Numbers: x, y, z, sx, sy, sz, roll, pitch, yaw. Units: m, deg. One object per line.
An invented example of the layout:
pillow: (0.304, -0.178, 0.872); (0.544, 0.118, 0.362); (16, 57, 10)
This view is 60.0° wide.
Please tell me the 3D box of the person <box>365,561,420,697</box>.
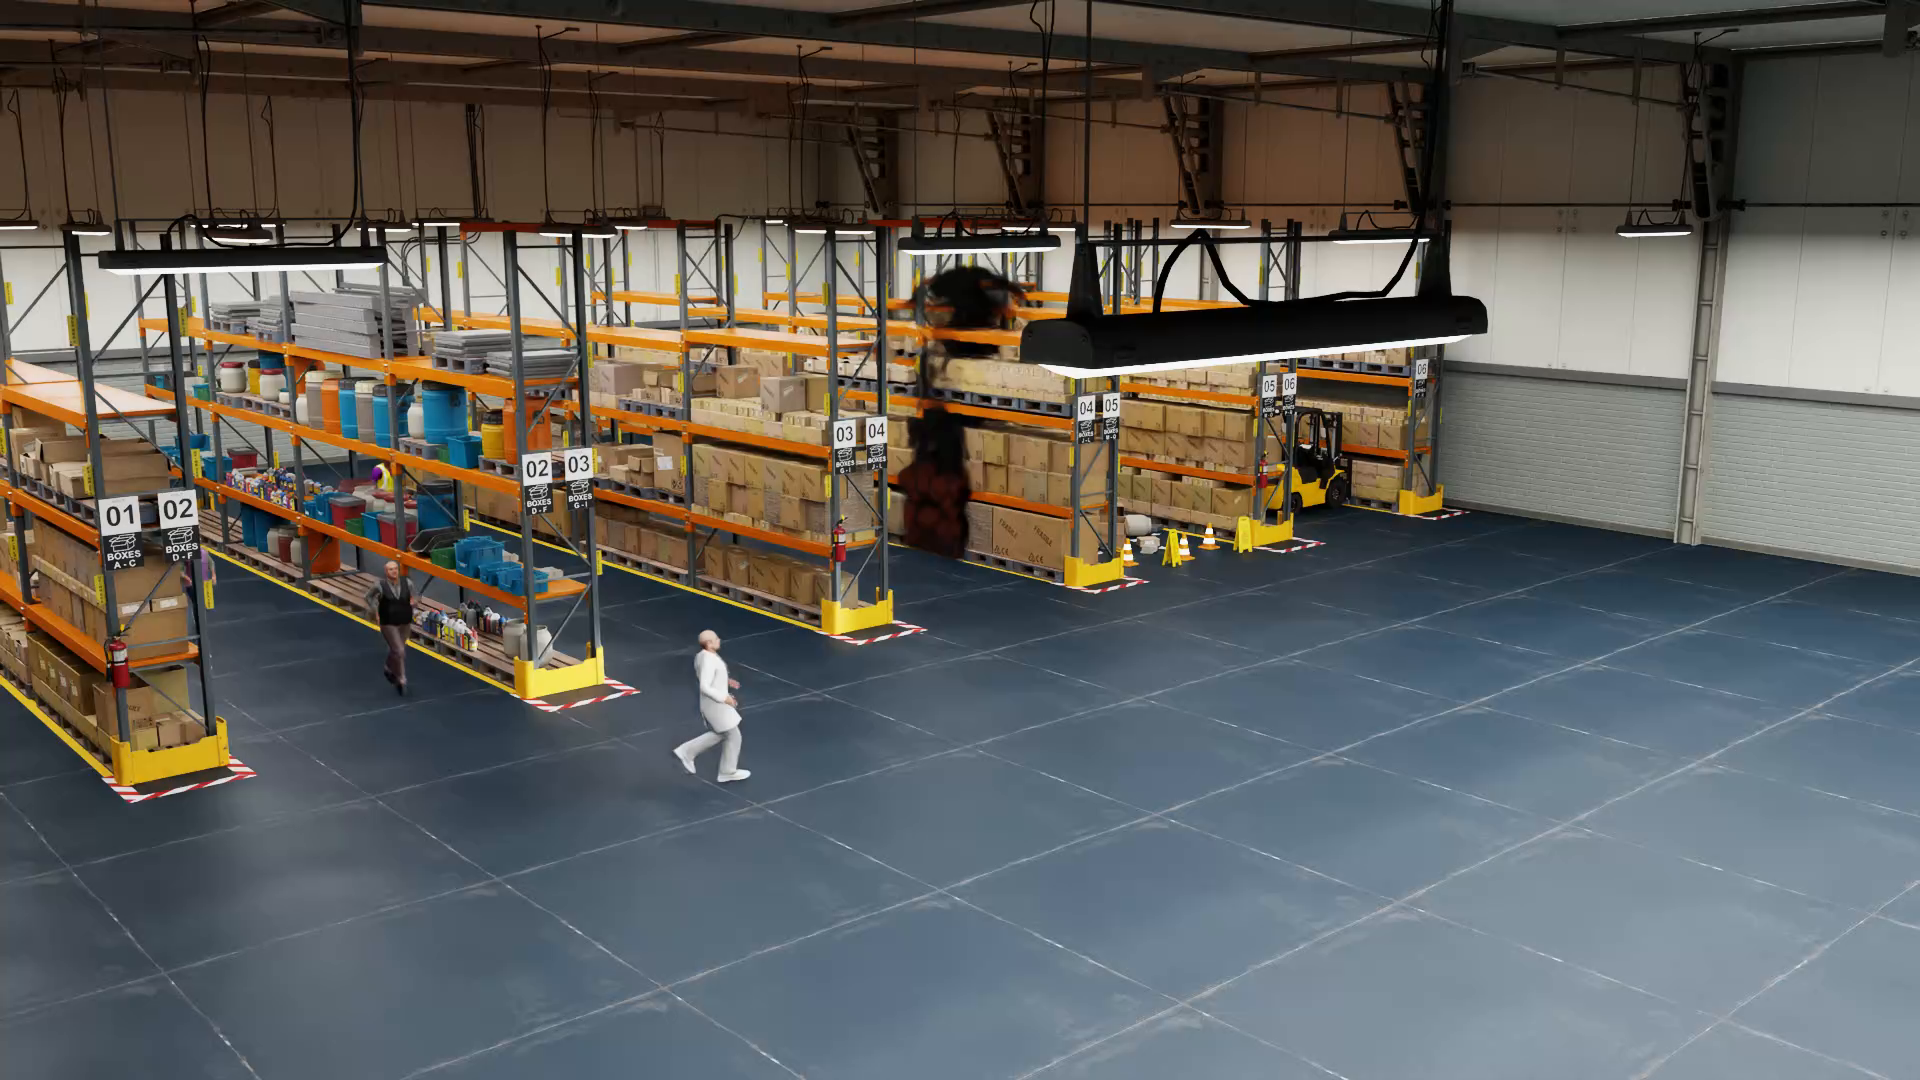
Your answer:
person: (-7.424, 1.141, 21.918); (0.630, 1.785, 0.789); (-11, 16, -44)

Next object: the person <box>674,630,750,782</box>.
person: (-2.745, 1.840, 18.363); (0.826, 1.735, 0.715); (-4, 12, -18)

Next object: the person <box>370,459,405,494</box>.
person: (-11.035, -0.888, 31.968); (0.633, 1.718, 0.685); (8, 14, 35)

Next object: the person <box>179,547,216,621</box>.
person: (-11.330, 0.661, 24.700); (0.575, 1.539, 0.588); (10, 15, 41)
